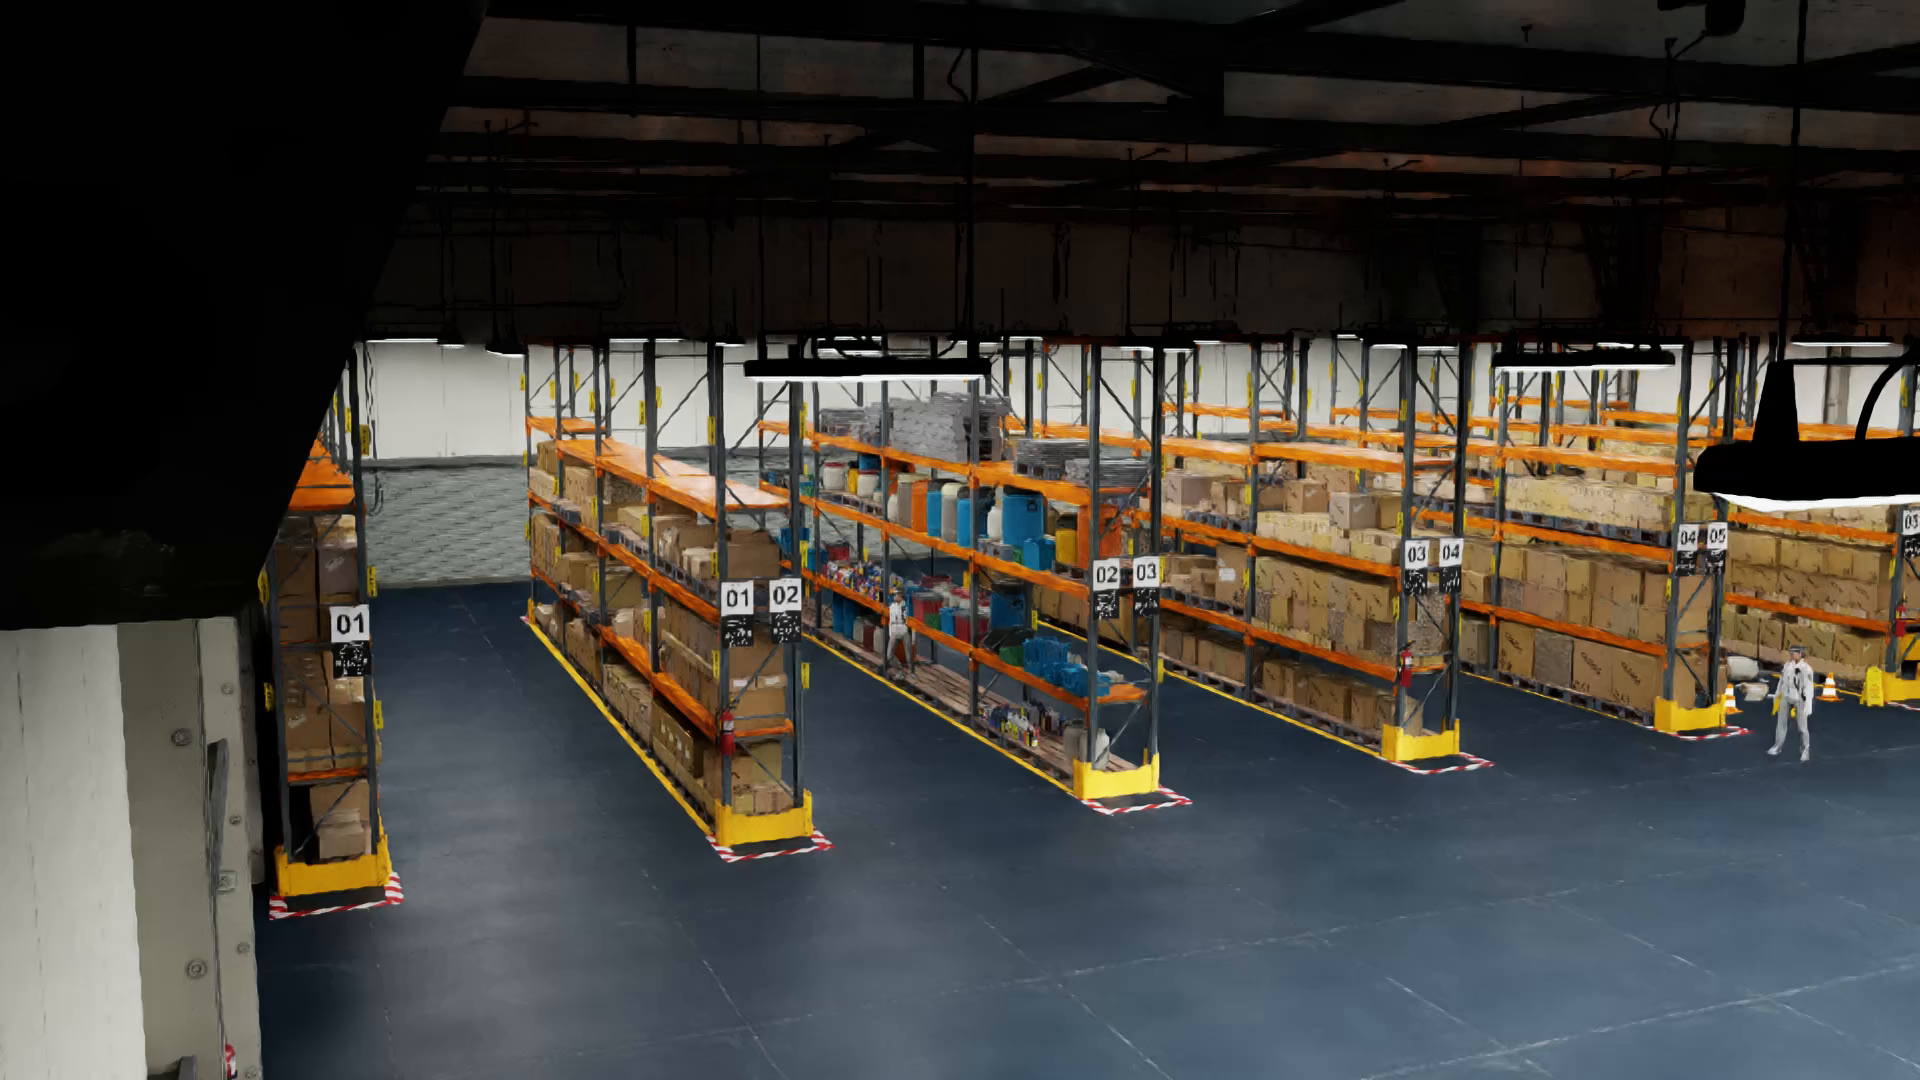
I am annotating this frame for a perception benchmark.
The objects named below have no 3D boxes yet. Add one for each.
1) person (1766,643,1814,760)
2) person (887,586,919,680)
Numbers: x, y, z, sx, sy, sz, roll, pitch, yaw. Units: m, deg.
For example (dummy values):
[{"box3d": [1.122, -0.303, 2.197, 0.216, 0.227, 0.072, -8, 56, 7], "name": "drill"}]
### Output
[{"box3d": [11.989, 2.310, 23.998, 0.489, 1.664, 0.657, -3, 8, -24], "name": "person"}, {"box3d": [-0.973, 1.580, 28.386, 0.537, 1.594, 0.428, 3, 8, 25], "name": "person"}]
